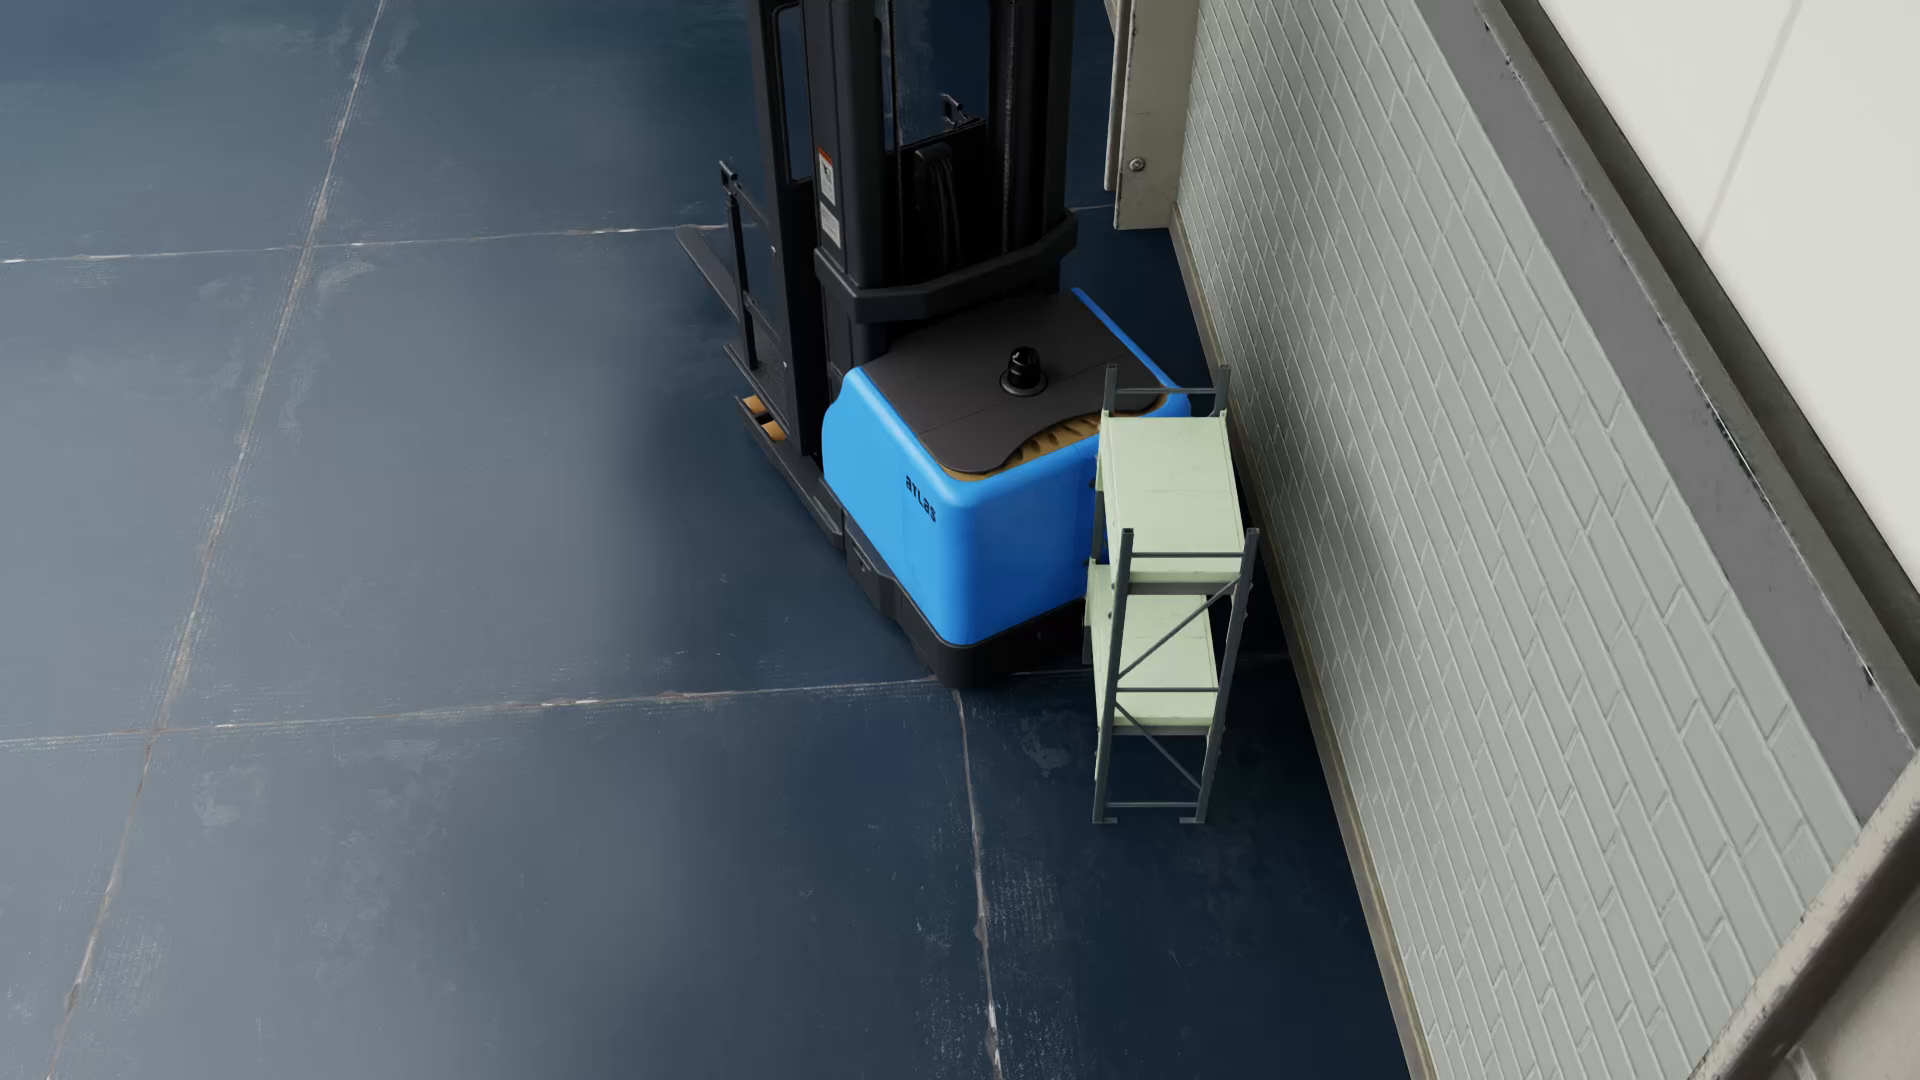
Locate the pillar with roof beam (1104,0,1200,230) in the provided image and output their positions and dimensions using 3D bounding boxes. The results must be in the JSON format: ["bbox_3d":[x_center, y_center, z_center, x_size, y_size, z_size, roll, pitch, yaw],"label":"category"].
[{"bbox_3d":[-3.372,-4.545,4.993,9.100,9.000,0.400,-3,47,-3],"label":"pillar with roof beam"}]

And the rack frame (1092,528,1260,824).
[{"bbox_3d":[0.673,0.488,5.391,0.400,1.500,0.023,0,47,0],"label":"rack frame"}]

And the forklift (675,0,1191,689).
[{"bbox_3d":[-0.328,-1.512,6.300,1.130,2.935,3.031,-23,51,-20],"label":"forklift"}]

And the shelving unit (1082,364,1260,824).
[{"bbox_3d":[0.673,0.223,5.643,0.431,1.500,0.755,0,47,0],"label":"shelving unit"}]

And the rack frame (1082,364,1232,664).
[{"bbox_3d":[0.672,-0.043,5.894,0.400,1.500,0.023,0,47,0],"label":"rack frame"}]

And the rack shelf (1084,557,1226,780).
[{"bbox_3d":[0.673,0.447,5.879,0.431,0.370,0.720,0,47,0],"label":"rack shelf"}]

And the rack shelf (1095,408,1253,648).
[{"bbox_3d":[0.673,-0.046,5.359,0.431,0.370,0.720,0,47,0],"label":"rack shelf"}]
